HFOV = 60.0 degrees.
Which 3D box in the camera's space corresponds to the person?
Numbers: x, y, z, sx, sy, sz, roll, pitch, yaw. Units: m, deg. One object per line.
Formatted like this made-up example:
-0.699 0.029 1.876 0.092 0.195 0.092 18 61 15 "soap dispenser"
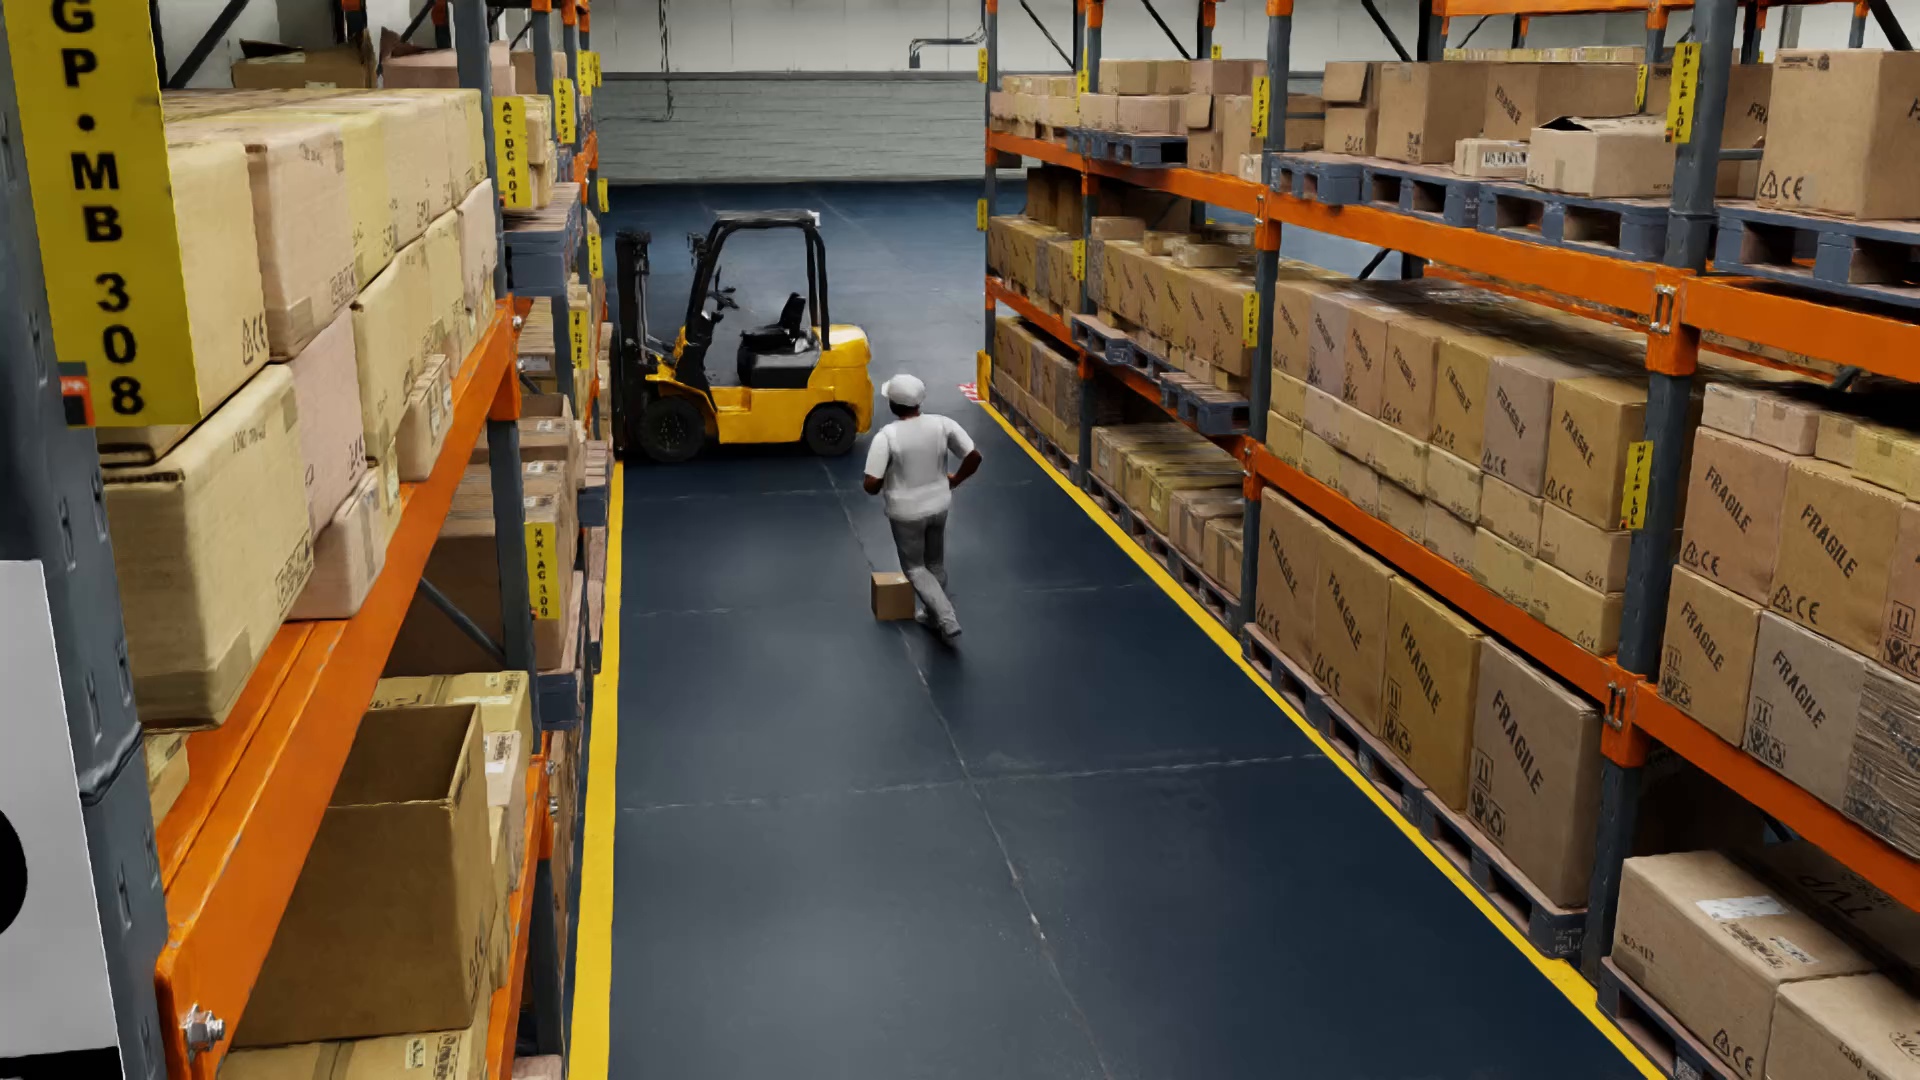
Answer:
-0.305 -0.195 10.161 0.720 1.721 0.767 -9 18 -28 "person"
